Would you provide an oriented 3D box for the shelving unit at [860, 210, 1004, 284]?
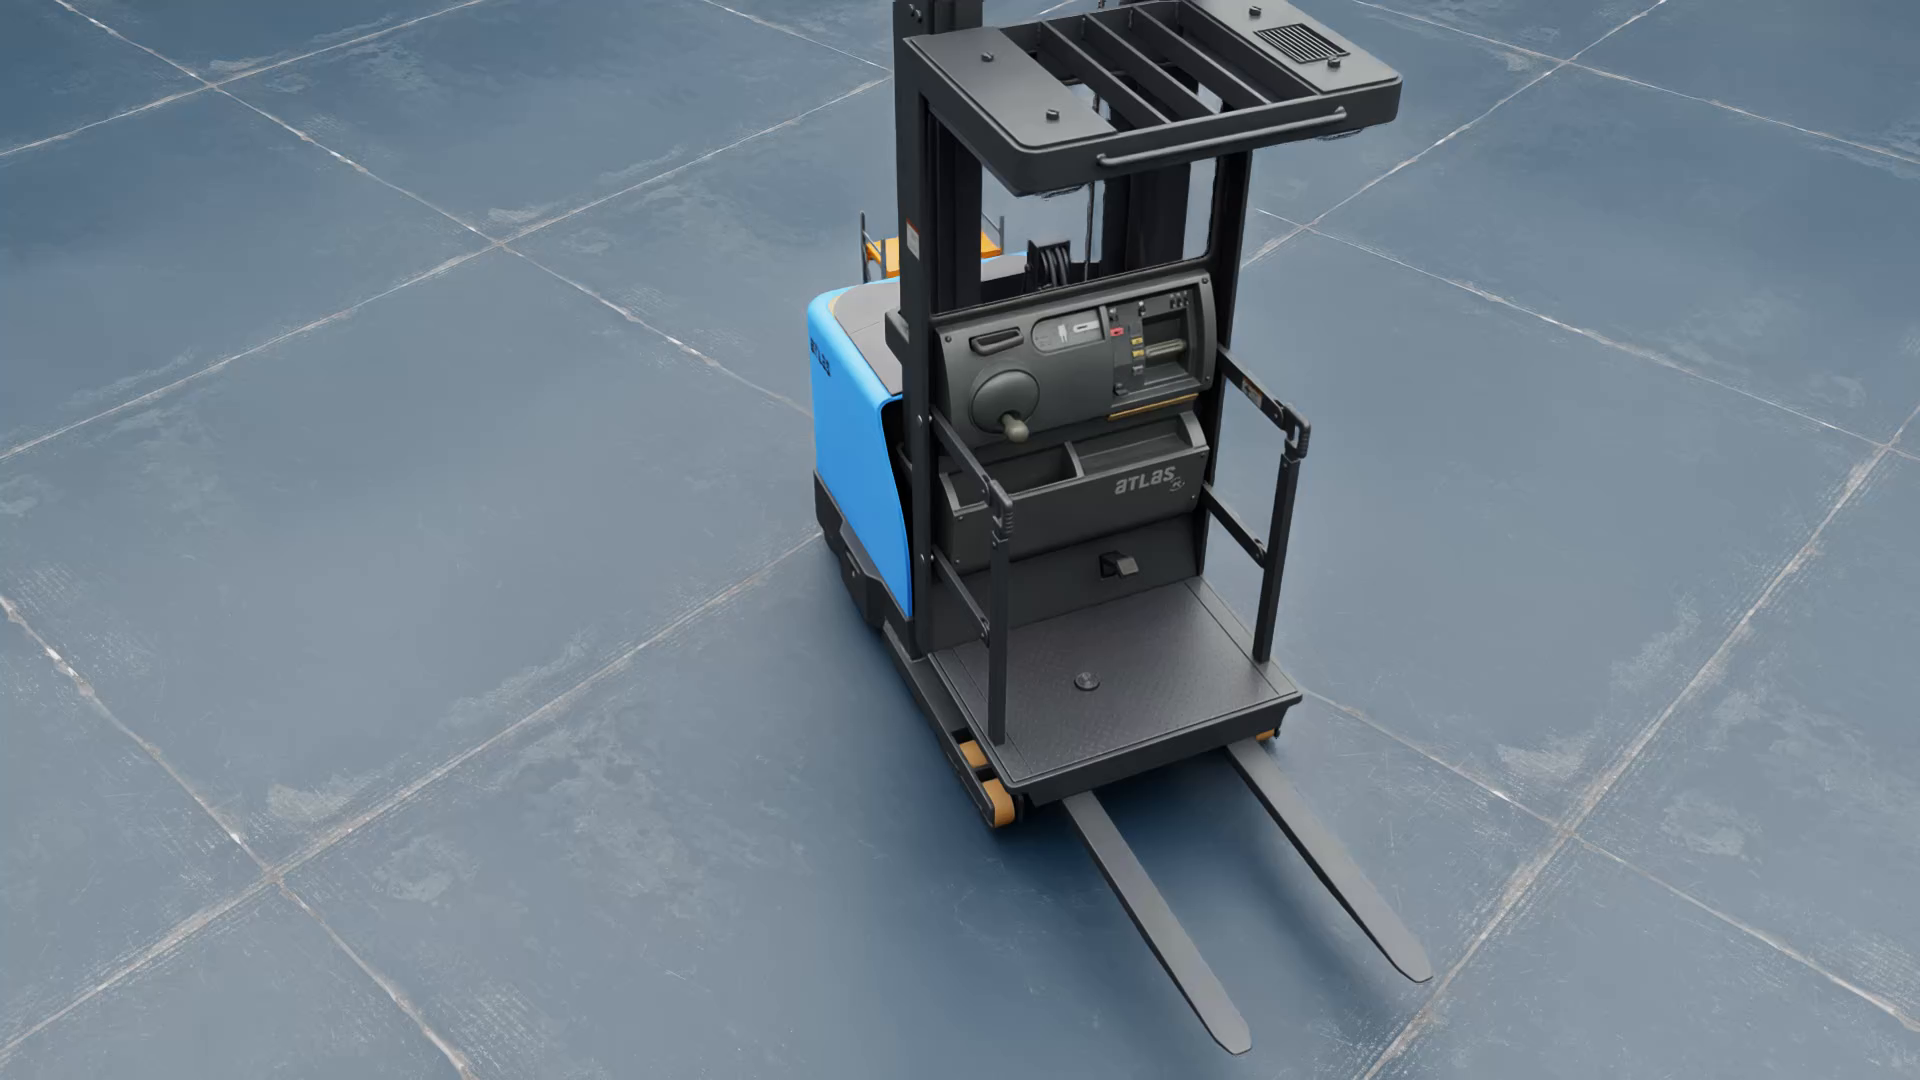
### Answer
[{"bbox_3d":[-0.109,-0.790,6.779,0.503,1.200,0.258,-15,41,-18],"label":"shelving unit"}]

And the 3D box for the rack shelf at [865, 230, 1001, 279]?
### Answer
[{"bbox_3d":[-0.109,-1.098,6.535,0.480,0.148,0.258,-15,41,-18],"label":"rack shelf"}]

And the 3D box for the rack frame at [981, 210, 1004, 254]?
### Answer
[{"bbox_3d":[0.115,-0.850,6.855,0.015,1.200,0.240,-15,41,-18],"label":"rack frame"}]

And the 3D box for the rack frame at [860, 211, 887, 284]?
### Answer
[{"bbox_3d":[-0.333,-0.730,6.704,0.015,1.200,0.240,-15,41,-18],"label":"rack frame"}]

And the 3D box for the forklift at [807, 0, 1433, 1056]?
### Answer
[{"bbox_3d":[0.465,-0.494,5.017,1.130,2.935,3.031,-15,41,-18],"label":"forklift"}]
